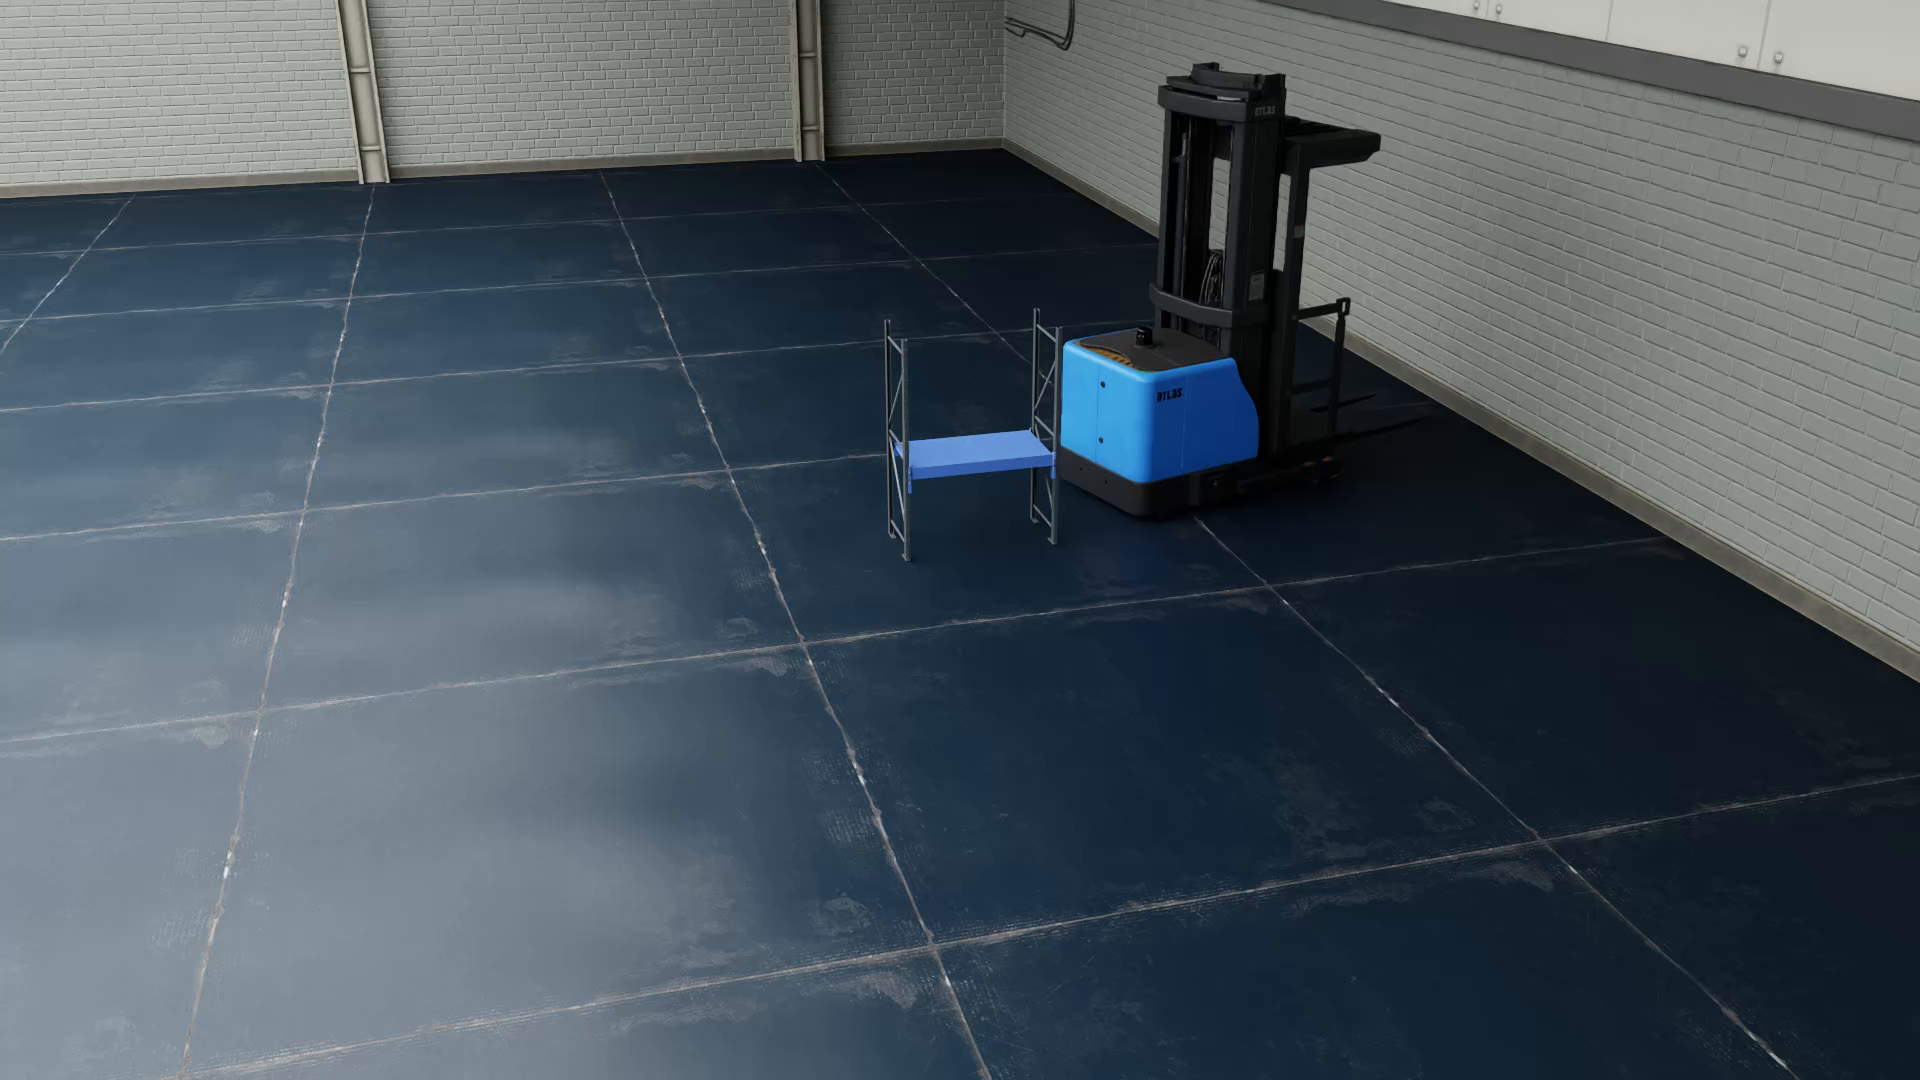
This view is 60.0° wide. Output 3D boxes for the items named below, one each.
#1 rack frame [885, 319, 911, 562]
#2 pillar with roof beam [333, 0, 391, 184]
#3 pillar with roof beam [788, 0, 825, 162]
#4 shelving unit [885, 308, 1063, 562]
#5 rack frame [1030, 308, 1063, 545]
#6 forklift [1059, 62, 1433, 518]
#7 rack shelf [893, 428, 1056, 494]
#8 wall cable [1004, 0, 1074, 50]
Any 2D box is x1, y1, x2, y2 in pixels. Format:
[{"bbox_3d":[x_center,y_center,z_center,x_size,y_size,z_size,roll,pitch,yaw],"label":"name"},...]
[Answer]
[{"bbox_3d":[-0.407,-0.644,10.849,0.032,1.500,0.500,-6,24,-14],"label":"rack frame"},{"bbox_3d":[-6.794,-7.385,17.049,0.400,9.000,9.100,-6,24,-14],"label":"pillar with roof beam"},{"bbox_3d":[-1.017,-8.024,18.538,0.400,9.000,9.100,-6,24,-14],"label":"pillar with roof beam"},{"bbox_3d":[0.082,-0.698,10.975,1.048,1.500,0.538,-6,24,-14],"label":"shelving unit"},{"bbox_3d":[0.572,-0.752,11.102,0.032,1.500,0.500,-6,24,-14],"label":"rack frame"},{"bbox_3d":[2.234,-1.919,12.006,3.031,2.935,1.130,-14,27,-29],"label":"forklift"},{"bbox_3d":[0.082,-0.533,11.046,1.000,0.185,0.538,-6,24,-14],"label":"rack shelf"},{"bbox_3d":[1.014,-8.043,22.521,0.112,2.526,3.097,-6,24,-14],"label":"wall cable"}]
